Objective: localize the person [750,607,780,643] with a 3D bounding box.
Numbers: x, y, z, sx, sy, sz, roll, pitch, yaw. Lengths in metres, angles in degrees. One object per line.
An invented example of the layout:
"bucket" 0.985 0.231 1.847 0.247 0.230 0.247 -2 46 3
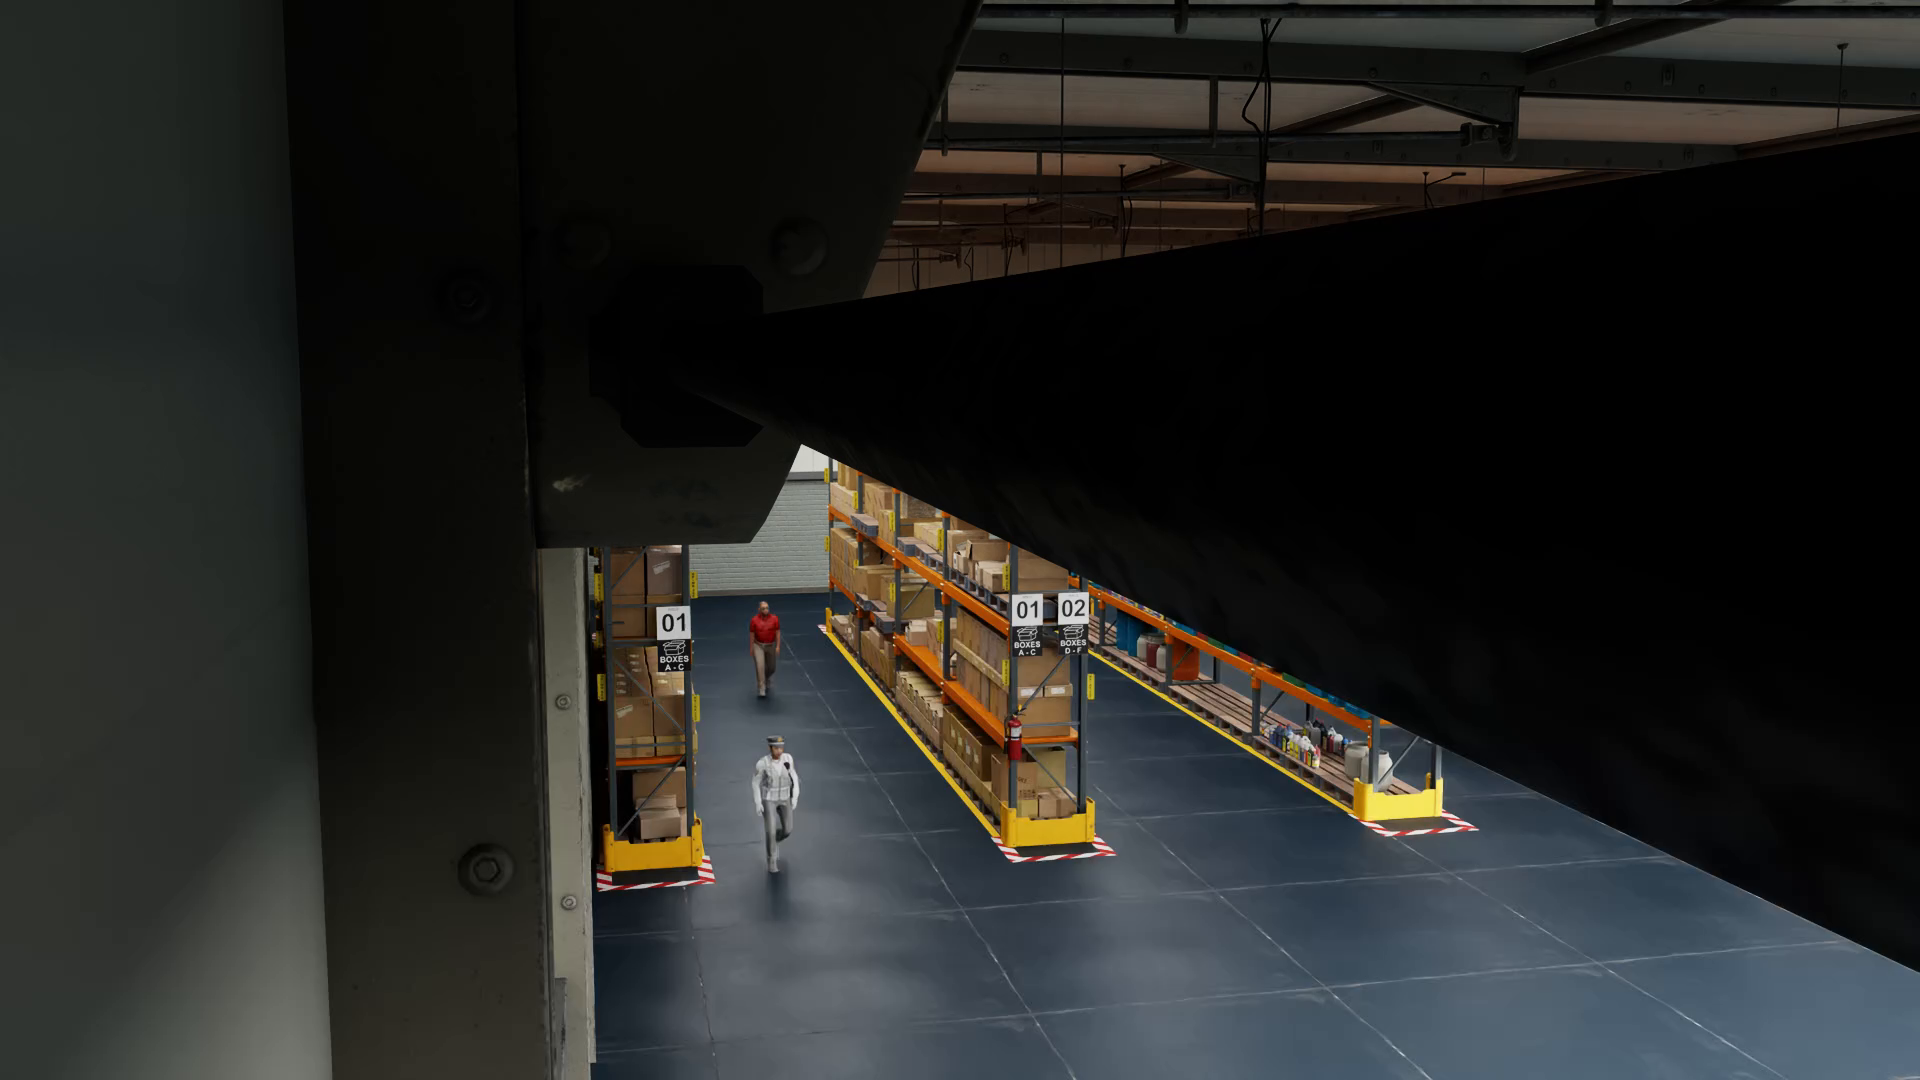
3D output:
"person" -3.494 1.529 29.869 0.536 0.682 0.303 -2 7 -16

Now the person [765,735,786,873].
"person" -2.256 3.141 20.110 0.287 1.660 0.549 -3 7 -23
